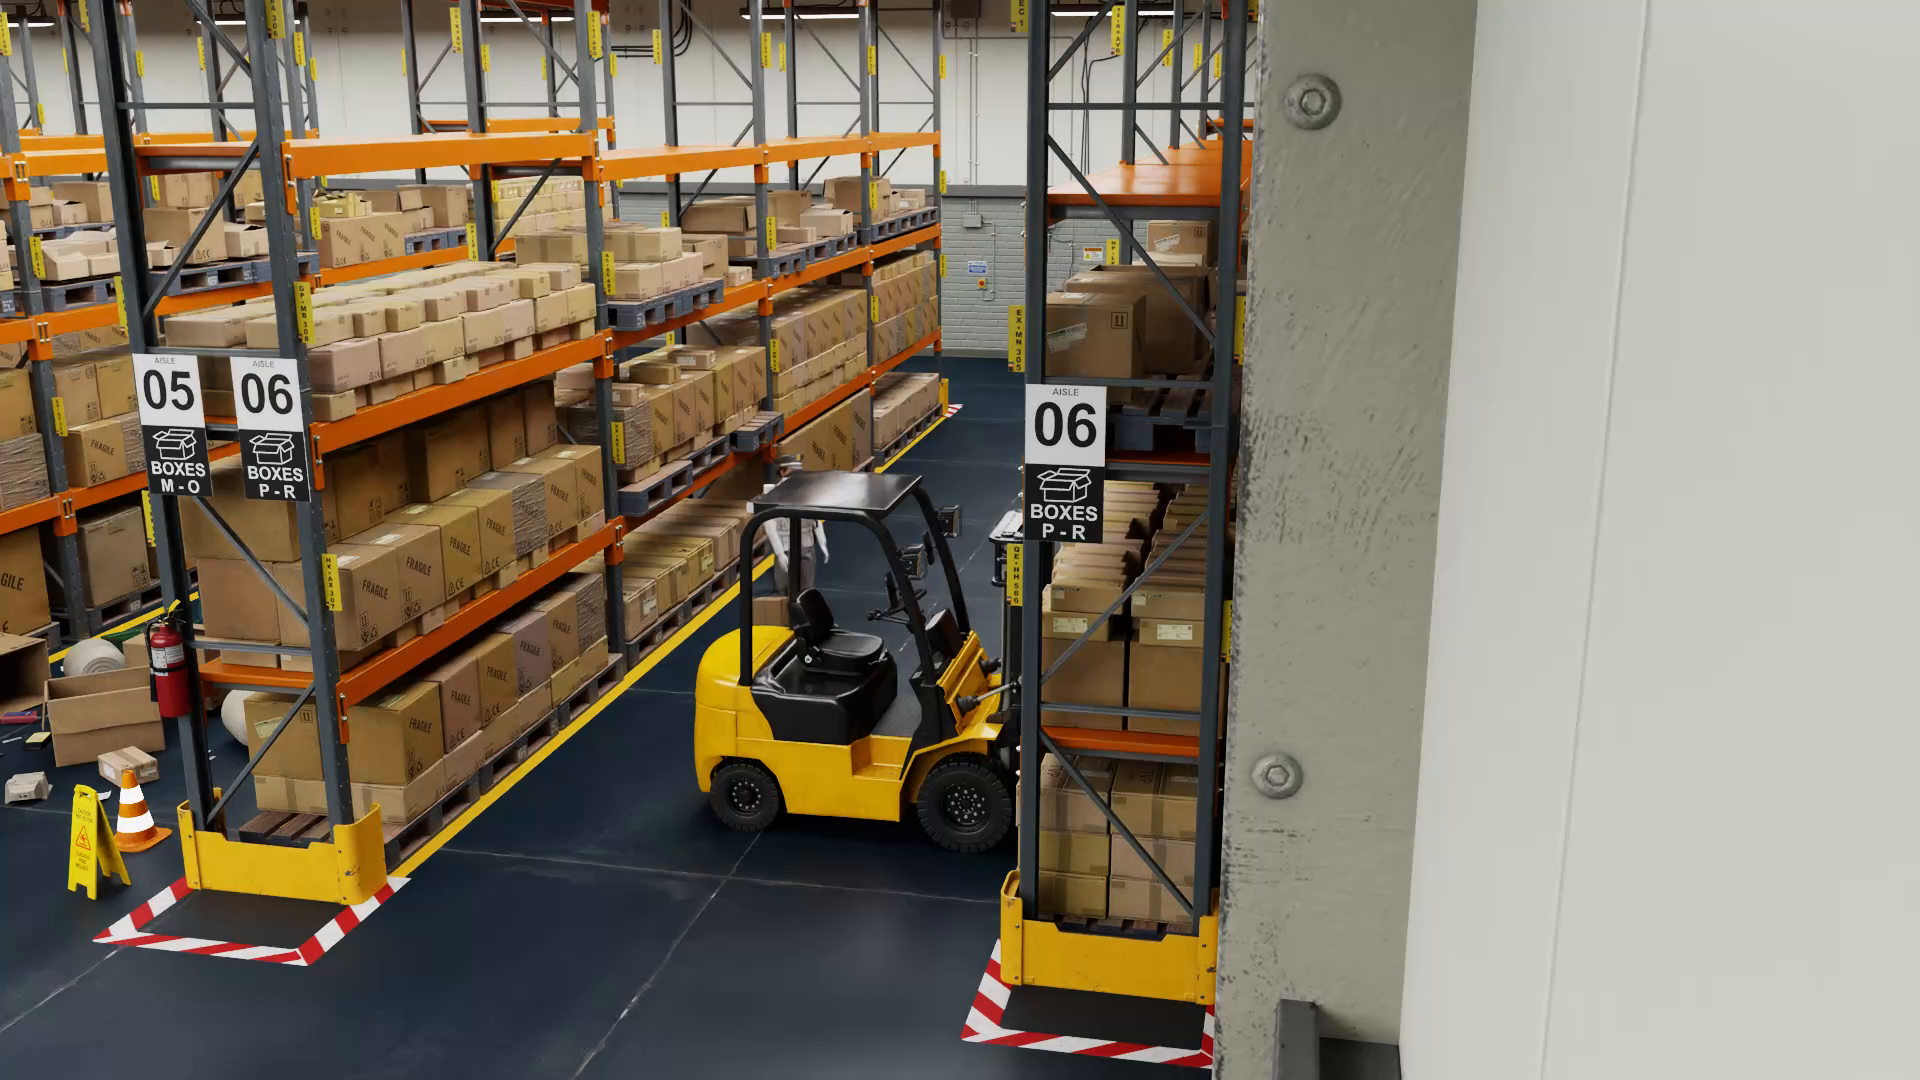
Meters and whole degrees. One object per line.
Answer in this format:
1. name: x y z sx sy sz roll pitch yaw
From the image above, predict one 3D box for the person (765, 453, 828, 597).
1. person: -1.400 0.098 14.012 0.571 1.693 0.375 -10 18 -33
